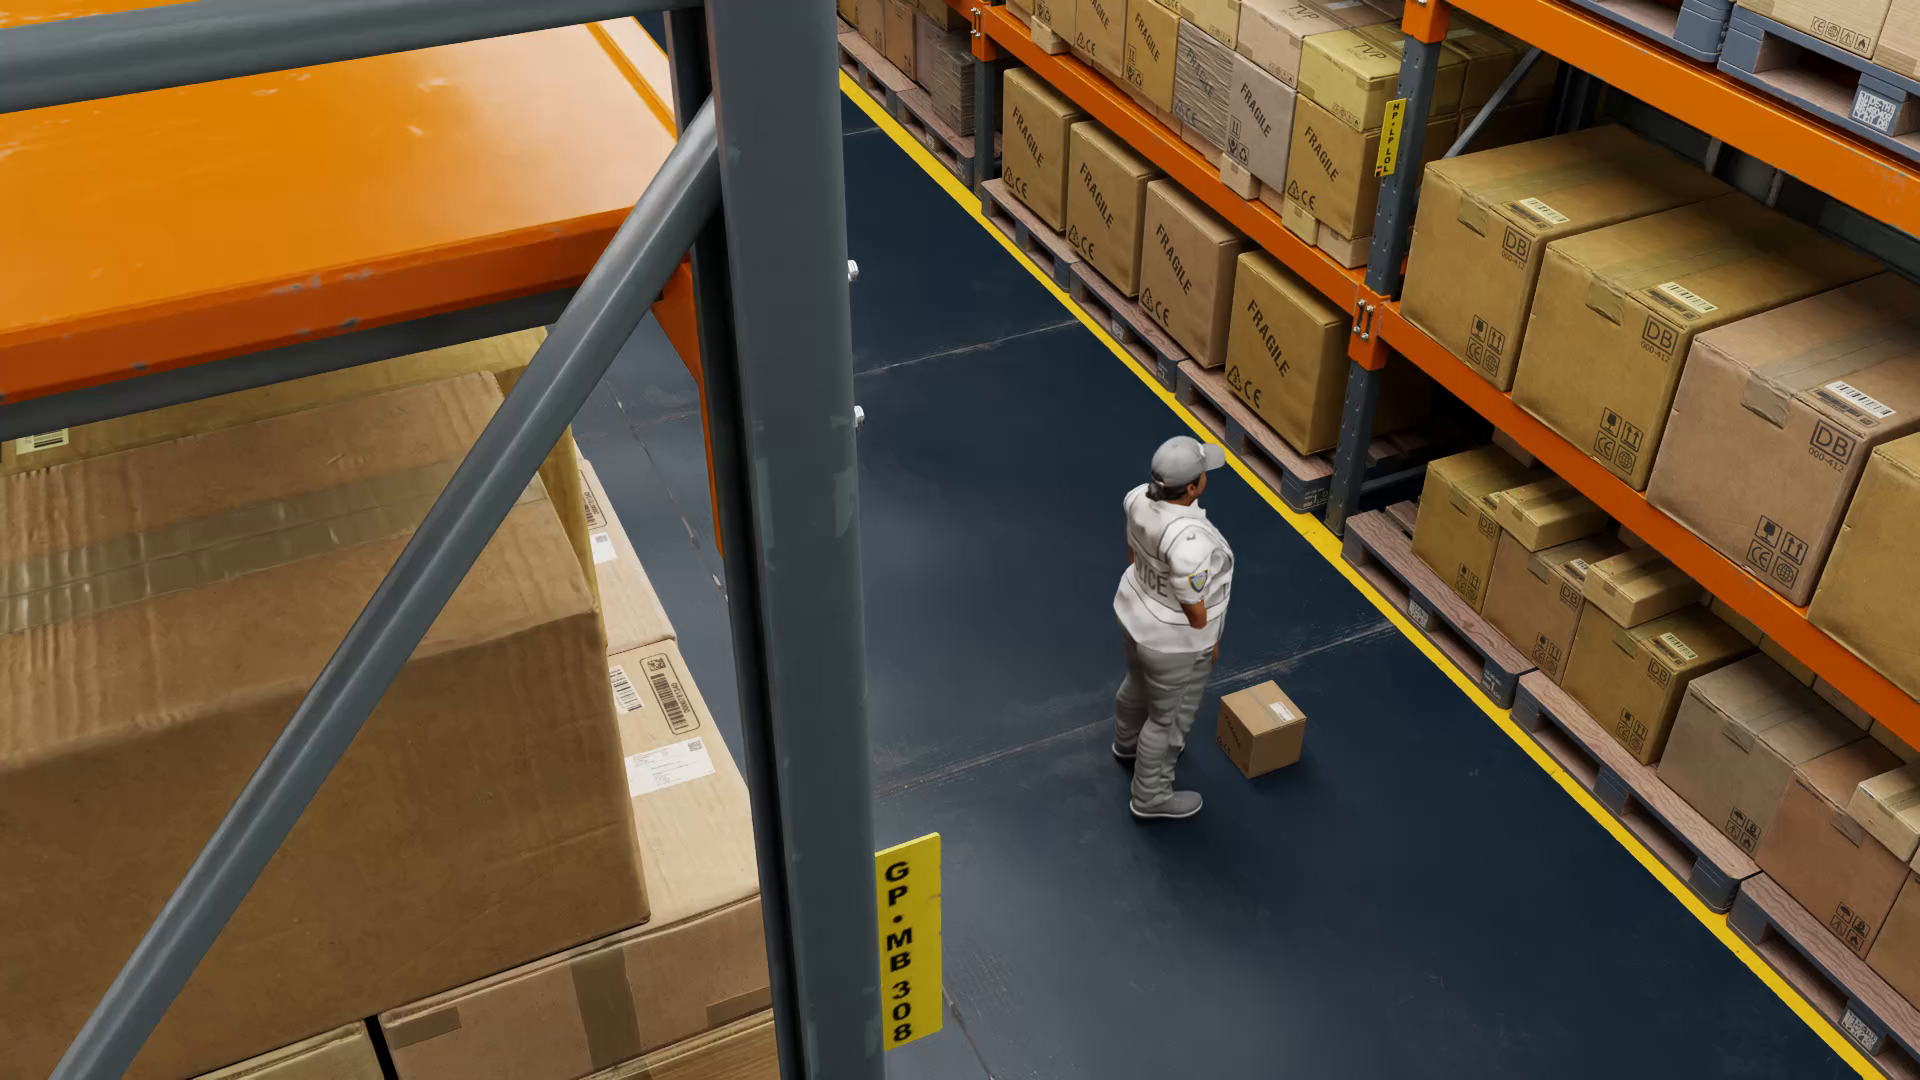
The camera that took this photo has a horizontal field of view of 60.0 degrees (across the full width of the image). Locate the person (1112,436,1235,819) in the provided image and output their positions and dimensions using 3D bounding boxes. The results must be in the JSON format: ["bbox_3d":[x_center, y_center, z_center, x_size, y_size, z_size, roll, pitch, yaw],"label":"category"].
[{"bbox_3d":[0.785,0.316,6.217,0.397,1.672,0.482,-12,39,-15],"label":"person"}]
